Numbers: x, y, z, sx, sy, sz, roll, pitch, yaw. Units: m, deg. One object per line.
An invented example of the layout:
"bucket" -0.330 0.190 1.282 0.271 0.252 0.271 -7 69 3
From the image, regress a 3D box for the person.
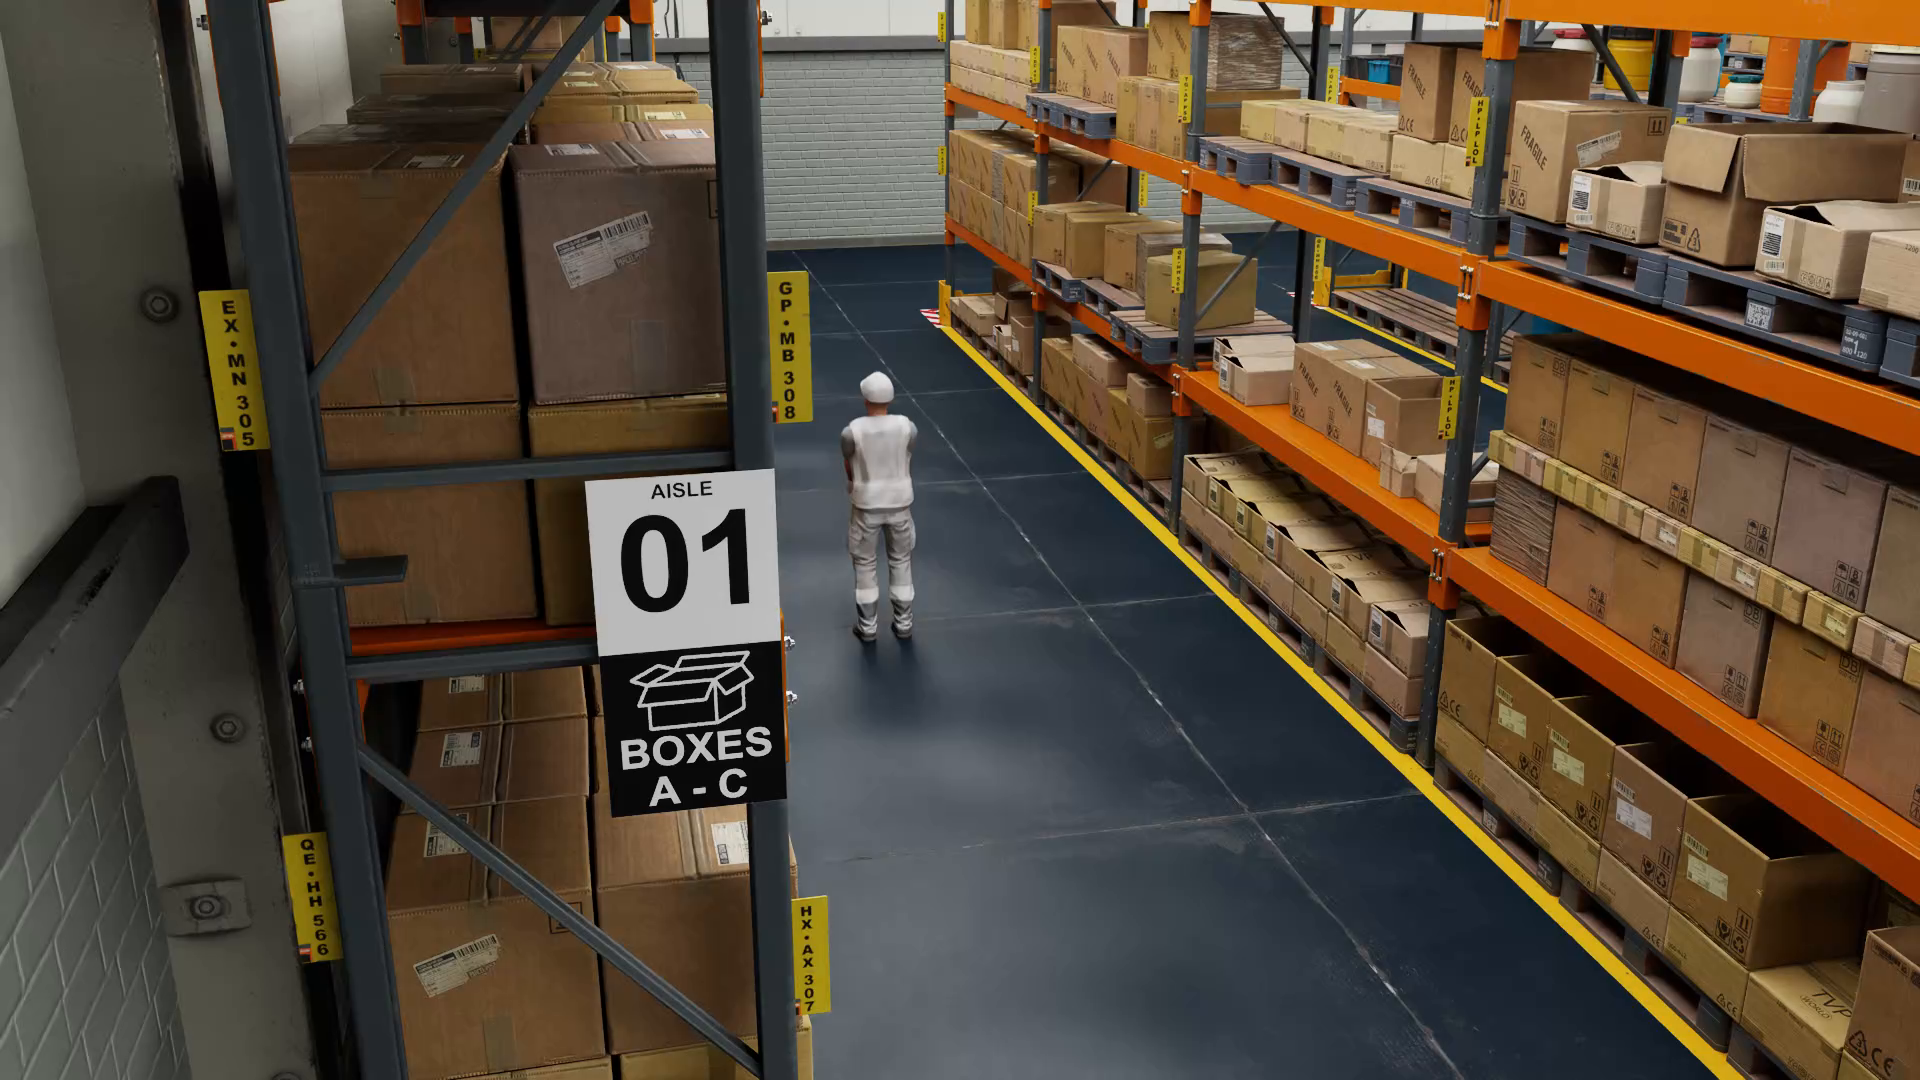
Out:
"person" -0.537 -0.250 10.746 0.494 1.784 0.565 -4 20 -12
